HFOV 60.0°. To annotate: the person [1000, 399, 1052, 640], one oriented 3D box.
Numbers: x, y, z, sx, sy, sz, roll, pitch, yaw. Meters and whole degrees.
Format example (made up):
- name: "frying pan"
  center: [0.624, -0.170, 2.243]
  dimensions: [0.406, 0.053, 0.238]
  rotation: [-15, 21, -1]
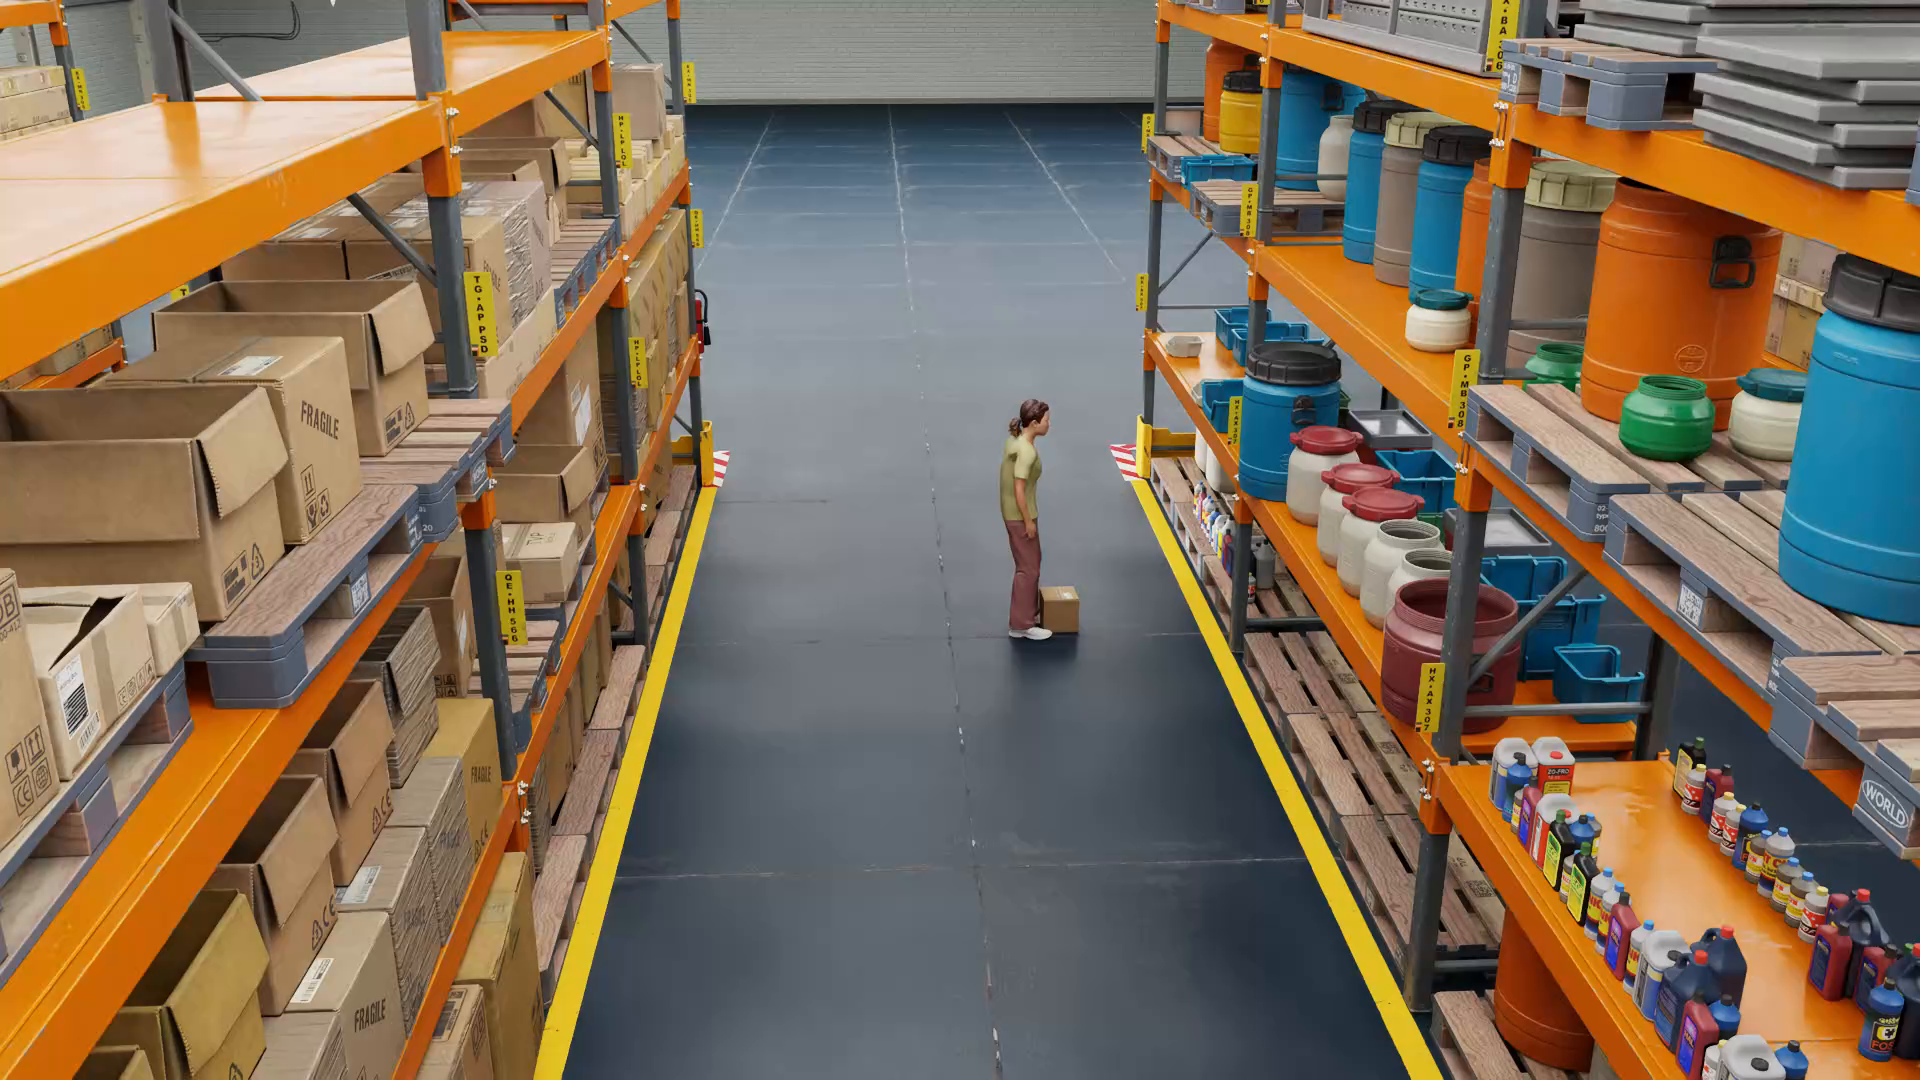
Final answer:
- name: "person"
  center: [0.479, -0.164, 11.519]
  dimensions: [0.405, 1.673, 0.499]
  rotation: [-1, 20, -3]
